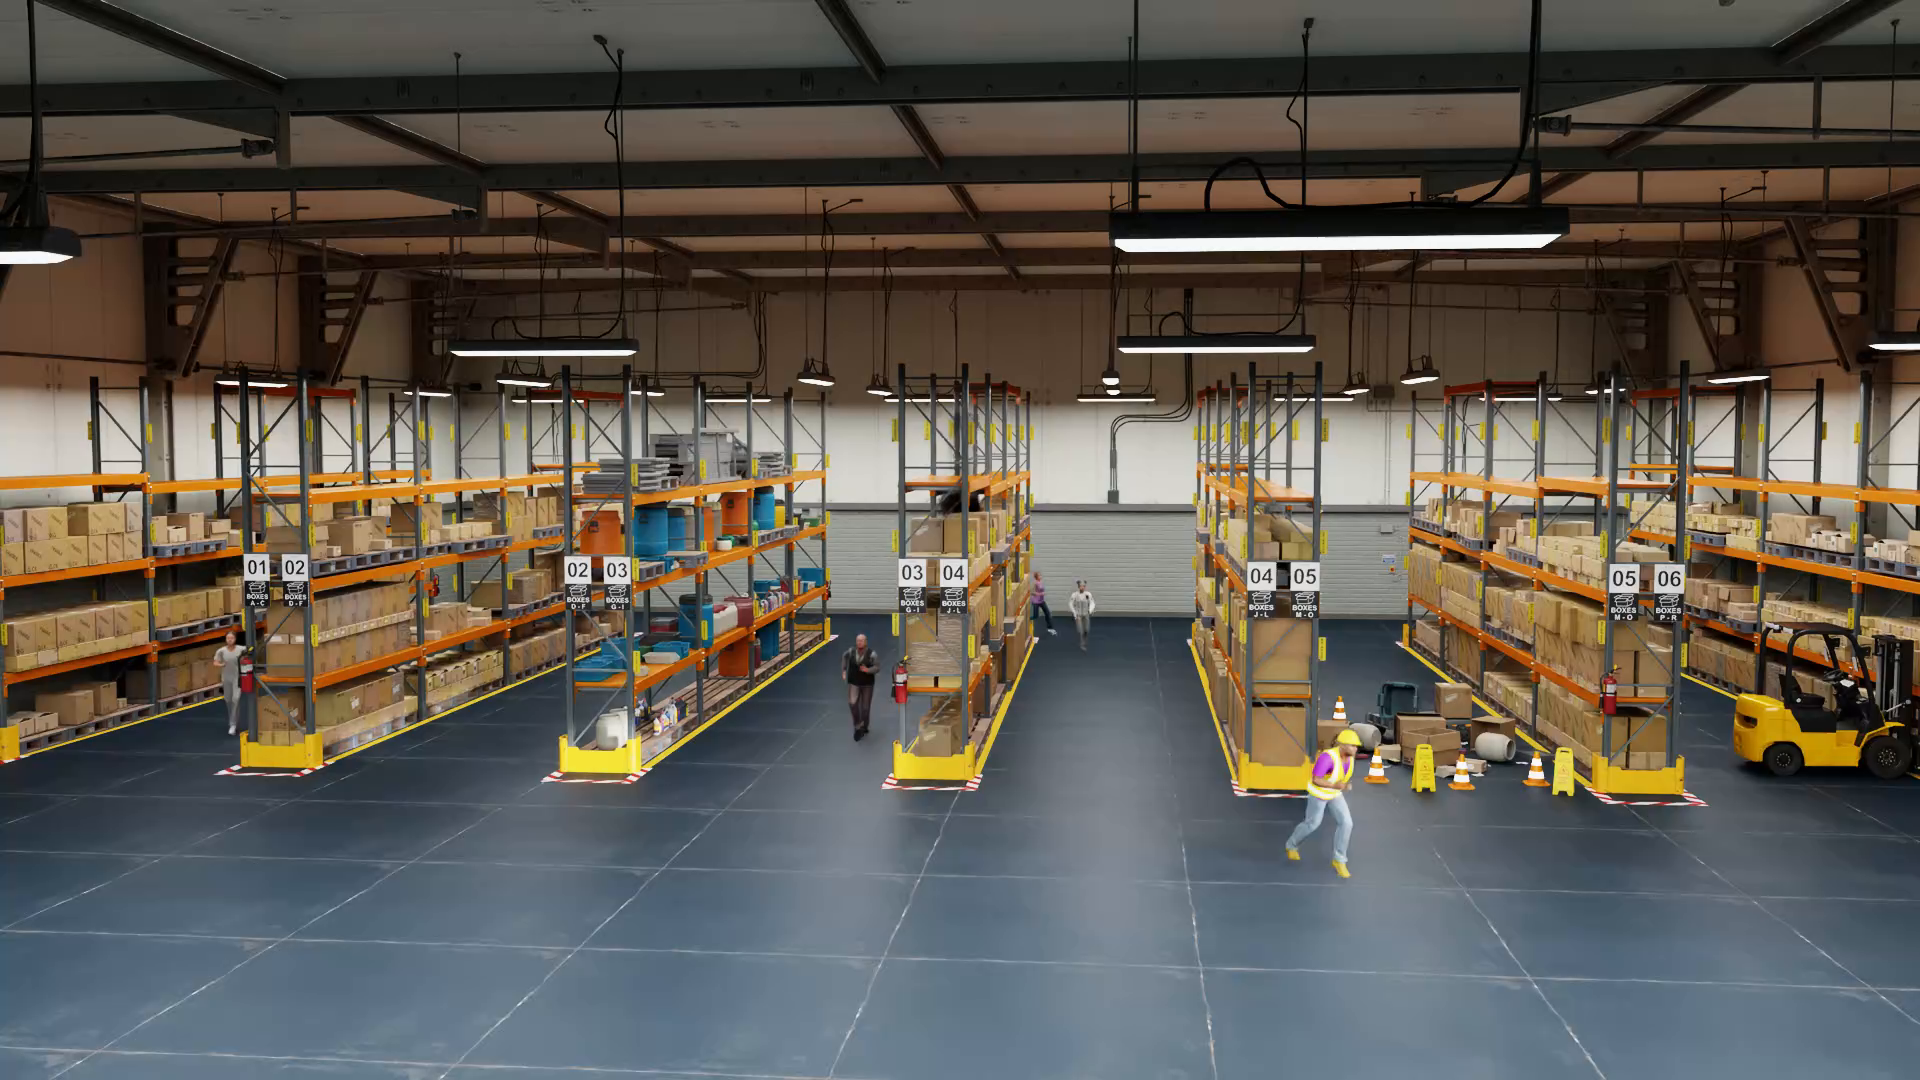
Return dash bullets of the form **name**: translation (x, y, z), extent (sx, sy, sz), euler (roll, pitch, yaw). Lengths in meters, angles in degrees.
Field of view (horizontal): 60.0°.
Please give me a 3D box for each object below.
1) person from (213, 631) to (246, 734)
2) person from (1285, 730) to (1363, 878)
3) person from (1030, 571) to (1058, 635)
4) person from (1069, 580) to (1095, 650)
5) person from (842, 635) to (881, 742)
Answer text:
- **person**: translation (-12.192, 2.352, 27.870), extent (0.551, 1.675, 0.948), euler (-1, 4, -15)
- **person**: translation (4.161, 2.975, 19.016), extent (0.745, 1.716, 1.032), euler (-3, 5, -39)
- **person**: translation (1.939, 1.575, 41.291), extent (0.869, 1.558, 0.553), euler (3, 4, 34)
- **person**: translation (2.819, 1.734, 38.458), extent (0.603, 1.655, 0.548), euler (0, 4, -4)
- **person**: translation (-1.621, 2.403, 27.219), extent (0.680, 1.742, 0.831), euler (0, 4, 6)
